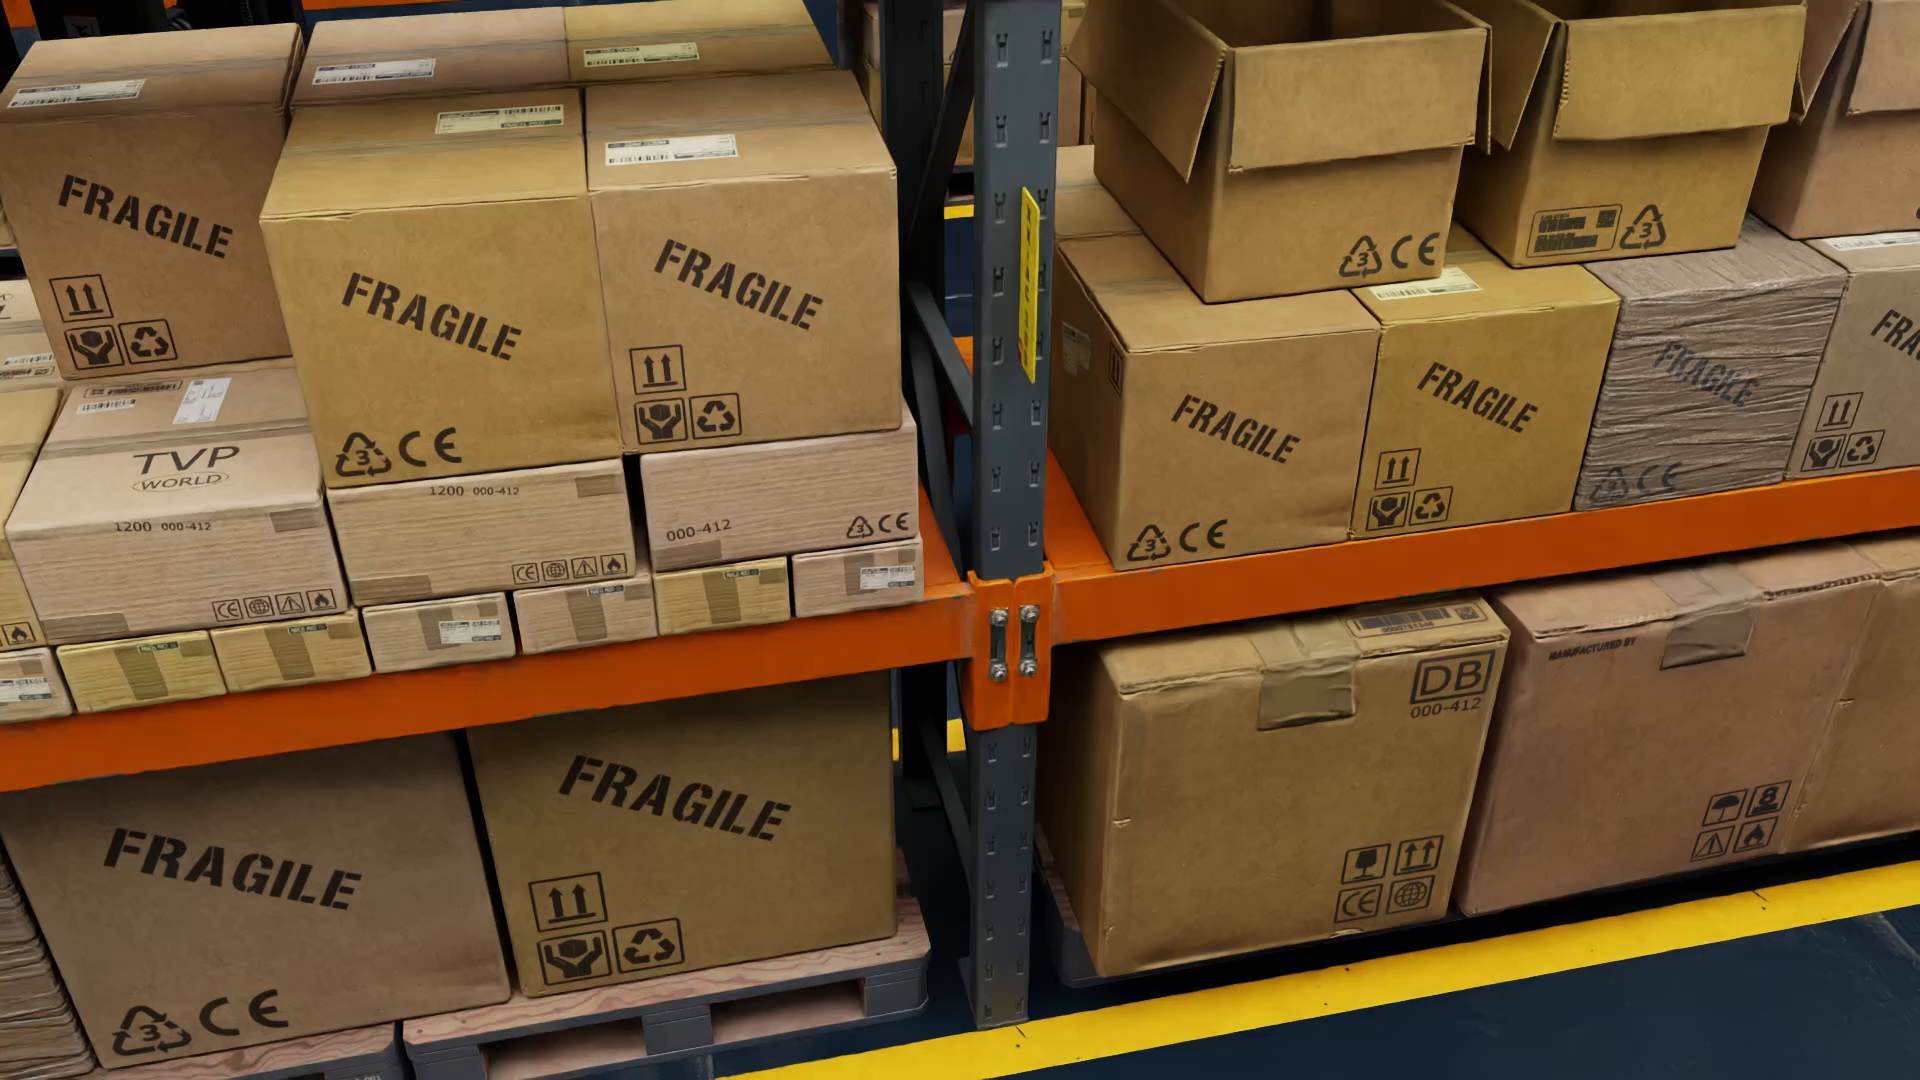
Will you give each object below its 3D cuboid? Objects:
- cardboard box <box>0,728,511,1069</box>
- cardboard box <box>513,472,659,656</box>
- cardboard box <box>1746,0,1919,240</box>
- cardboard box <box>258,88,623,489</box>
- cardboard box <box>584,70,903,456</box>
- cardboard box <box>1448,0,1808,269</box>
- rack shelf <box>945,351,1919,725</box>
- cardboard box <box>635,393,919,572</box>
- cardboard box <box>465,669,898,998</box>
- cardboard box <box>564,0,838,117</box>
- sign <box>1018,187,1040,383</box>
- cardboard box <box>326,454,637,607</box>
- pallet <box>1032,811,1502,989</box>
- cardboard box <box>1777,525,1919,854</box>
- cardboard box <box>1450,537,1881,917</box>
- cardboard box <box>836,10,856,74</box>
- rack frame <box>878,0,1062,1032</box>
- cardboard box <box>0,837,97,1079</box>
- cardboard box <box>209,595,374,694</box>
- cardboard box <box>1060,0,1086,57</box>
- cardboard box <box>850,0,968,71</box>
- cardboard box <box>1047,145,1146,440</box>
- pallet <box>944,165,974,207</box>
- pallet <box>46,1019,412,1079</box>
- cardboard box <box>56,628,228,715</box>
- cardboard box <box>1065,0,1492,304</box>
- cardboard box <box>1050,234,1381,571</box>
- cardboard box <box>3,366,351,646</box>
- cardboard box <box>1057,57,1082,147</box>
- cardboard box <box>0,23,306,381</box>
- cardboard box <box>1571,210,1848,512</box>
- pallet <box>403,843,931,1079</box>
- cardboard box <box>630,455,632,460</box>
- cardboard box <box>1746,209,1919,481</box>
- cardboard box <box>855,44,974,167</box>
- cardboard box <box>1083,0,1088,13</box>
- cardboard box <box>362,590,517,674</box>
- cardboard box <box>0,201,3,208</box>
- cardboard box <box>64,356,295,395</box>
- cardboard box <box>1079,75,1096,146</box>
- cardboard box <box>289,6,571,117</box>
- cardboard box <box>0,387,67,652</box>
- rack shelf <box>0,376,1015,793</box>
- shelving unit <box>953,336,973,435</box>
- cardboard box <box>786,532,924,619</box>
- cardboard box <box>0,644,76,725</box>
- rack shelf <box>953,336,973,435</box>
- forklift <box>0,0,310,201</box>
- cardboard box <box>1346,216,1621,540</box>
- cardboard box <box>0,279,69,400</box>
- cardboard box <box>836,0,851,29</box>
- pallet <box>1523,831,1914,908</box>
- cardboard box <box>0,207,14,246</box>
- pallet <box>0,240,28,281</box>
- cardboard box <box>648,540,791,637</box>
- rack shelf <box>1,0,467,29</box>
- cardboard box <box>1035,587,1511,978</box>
[{"bbox_3d":[-1.545,0.512,3.825,0.875,0.875,0.875,-7,35,-11],"label":"cardboard box"},{"bbox_3d":[-0.733,0.039,3.225,0.250,0.149,0.380,-8,35,-11],"label":"cardboard box"},{"bbox_3d":[1.890,-1.048,3.630,0.637,0.503,0.797,-6,34,-9],"label":"cardboard box"},{"bbox_3d":[-0.885,-0.455,2.931,0.500,0.500,0.500,-7,34,-10],"label":"cardboard box"},{"bbox_3d":[-0.395,-0.515,3.020,0.500,0.500,0.500,-6,34,-9],"label":"cardboard box"},{"bbox_3d":[1.287,-0.963,3.503,0.637,0.503,0.797,-7,34,-10],"label":"cardboard box"},{"bbox_3d":[1.945,-0.291,4.137,4.000,0.370,1.077,-7,35,-11],"label":"rack shelf"},{"bbox_3d":[-0.379,-0.208,3.236,0.500,0.250,0.500,-8,35,-11],"label":"cardboard box"},{"bbox_3d":[-0.667,0.402,3.990,0.875,0.875,0.875,-7,35,-11],"label":"cardboard box"},{"bbox_3d":[-0.530,-0.797,3.440,0.500,0.500,0.500,-7,35,-11],"label":"cardboard box"},{"bbox_3d":[0.118,-0.435,2.858,0.005,0.325,0.100,-7,35,-11],"label":"sign"},{"bbox_3d":[-0.883,-0.143,3.139,0.500,0.250,0.500,-6,34,-9],"label":"cardboard box"},{"bbox_3d":[0.730,0.678,4.550,1.213,0.211,1.003,-7,35,-11],"label":"pallet"},{"bbox_3d":[2.347,0.051,4.512,0.875,0.875,1.225,-7,35,-10],"label":"cardboard box"},{"bbox_3d":[1.485,0.164,4.343,0.875,0.875,1.225,-8,35,-12],"label":"cardboard box"},{"bbox_3d":[-0.335,-2.416,8.525,0.500,0.500,0.500,-8,35,-11],"label":"cardboard box"},{"bbox_3d":[-0.006,-0.344,3.571,0.127,3.000,1.000,-7,35,-11],"label":"rack frame"},{"bbox_3d":[-2.413,0.622,3.662,0.875,0.875,0.875,-7,35,-11],"label":"cardboard box"},{"bbox_3d":[-1.235,0.103,3.131,0.250,0.149,0.380,-7,34,-10],"label":"cardboard box"},{"bbox_3d":[0.296,-2.514,7.998,0.500,0.250,0.500,-6,34,-9],"label":"cardboard box"},{"bbox_3d":[-0.223,-2.447,7.898,0.500,0.250,0.500,-9,35,-13],"label":"cardboard box"},{"bbox_3d":[0.390,-0.591,3.850,0.500,0.500,0.500,-7,35,-10],"label":"cardboard box"},{"bbox_3d":[-0.243,-1.991,8.527,1.213,0.211,1.003,-7,35,-11],"label":"pallet"},{"bbox_3d":[-1.957,1.017,4.045,1.213,0.211,1.003,-7,35,-11],"label":"pallet"},{"bbox_3d":[-1.485,0.134,3.084,0.250,0.149,0.380,-8,35,-11],"label":"cardboard box"},{"bbox_3d":[0.615,-0.885,3.387,0.637,0.503,0.797,-8,35,-12],"label":"cardboard box"},{"bbox_3d":[0.498,-0.306,3.425,0.500,0.500,0.500,-7,35,-10],"label":"cardboard box"},{"bbox_3d":[-1.381,-0.080,3.046,0.500,0.250,0.500,-7,34,-10],"label":"cardboard box"},{"bbox_3d":[0.293,-2.201,8.205,0.500,0.500,0.500,-6,34,-8],"label":"cardboard box"},{"bbox_3d":[-1.518,-0.674,3.257,0.500,0.500,0.500,-8,35,-12],"label":"cardboard box"},{"bbox_3d":[1.476,-0.430,3.609,0.500,0.500,0.500,-8,35,-12],"label":"cardboard box"},{"bbox_3d":[-0.765,0.865,4.272,1.213,0.211,1.003,-7,35,-11],"label":"pallet"},{"bbox_3d":[-0.881,-0.319,3.759,0.250,0.149,0.380,-6,34,-9],"label":"cardboard box"},{"bbox_3d":[1.979,-0.496,3.708,0.500,0.500,0.500,-7,34,-10],"label":"cardboard box"},{"bbox_3d":[-0.222,-2.135,8.106,0.500,0.500,0.500,-6,34,-9],"label":"cardboard box"},{"bbox_3d":[0.795,-2.574,8.088,0.500,0.250,0.500,-6,34,-9],"label":"cardboard box"},{"bbox_3d":[-0.984,0.071,3.178,0.250,0.149,0.380,-7,34,-10],"label":"cardboard box"},{"bbox_3d":[-4.335,-1.599,7.356,0.250,0.149,0.380,-6,34,-9],"label":"cardboard box"},{"bbox_3d":[-1.512,-0.365,3.469,0.500,0.250,0.500,-6,34,-9],"label":"cardboard box"},{"bbox_3d":[0.801,-2.273,8.311,0.500,0.500,0.500,-7,34,-10],"label":"cardboard box"},{"bbox_3d":[-1.012,-0.740,3.356,0.500,0.500,0.500,-7,35,-11],"label":"cardboard box"},{"bbox_3d":[-1.876,-0.020,2.956,0.500,0.250,0.500,-8,35,-11],"label":"cardboard box"},{"bbox_3d":[-1.957,0.201,3.405,4.000,0.370,1.077,-7,35,-11],"label":"rack shelf"},{"bbox_3d":[0.074,-0.632,5.346,1.083,1.500,0.587,-7,35,-11],"label":"shelving unit"},{"bbox_3d":[-0.231,-0.024,3.319,0.250,0.149,0.380,-7,34,-10],"label":"cardboard box"},{"bbox_3d":[-1.733,0.165,3.038,0.250,0.149,0.380,-7,34,-10],"label":"cardboard box"},{"bbox_3d":[0.083,-0.484,5.448,1.000,0.185,0.538,-7,35,-11],"label":"rack shelf"},{"bbox_3d":[-2.920,-1.469,5.309,3.031,2.935,1.130,5,34,7],"label":"forklift"},{"bbox_3d":[0.988,-0.368,3.517,0.500,0.500,0.500,-7,35,-10],"label":"cardboard box"},{"bbox_3d":[-1.995,-0.308,3.385,0.500,0.250,0.500,-7,35,-10],"label":"cardboard box"},{"bbox_3d":[-0.331,-2.729,8.318,0.500,0.250,0.500,-8,35,-12],"label":"cardboard box"},{"bbox_3d":[1.922,0.526,4.776,1.213,0.211,1.003,-7,35,-11],"label":"pallet"},{"bbox_3d":[-4.322,-1.441,7.388,0.250,0.149,0.380,-7,34,-10],"label":"cardboard box"},{"bbox_3d":[-4.029,-1.492,7.785,1.213,0.211,1.003,-7,35,-11],"label":"pallet"},{"bbox_3d":[-0.483,0.008,3.272,0.250,0.149,0.380,-7,34,-10],"label":"cardboard box"},{"bbox_3d":[-2.952,-2.508,7.440,4.000,0.370,1.077,-7,35,-11],"label":"rack shelf"},{"bbox_3d":[0.614,0.274,4.179,0.875,0.875,1.225,-7,35,-10],"label":"cardboard box"}]
